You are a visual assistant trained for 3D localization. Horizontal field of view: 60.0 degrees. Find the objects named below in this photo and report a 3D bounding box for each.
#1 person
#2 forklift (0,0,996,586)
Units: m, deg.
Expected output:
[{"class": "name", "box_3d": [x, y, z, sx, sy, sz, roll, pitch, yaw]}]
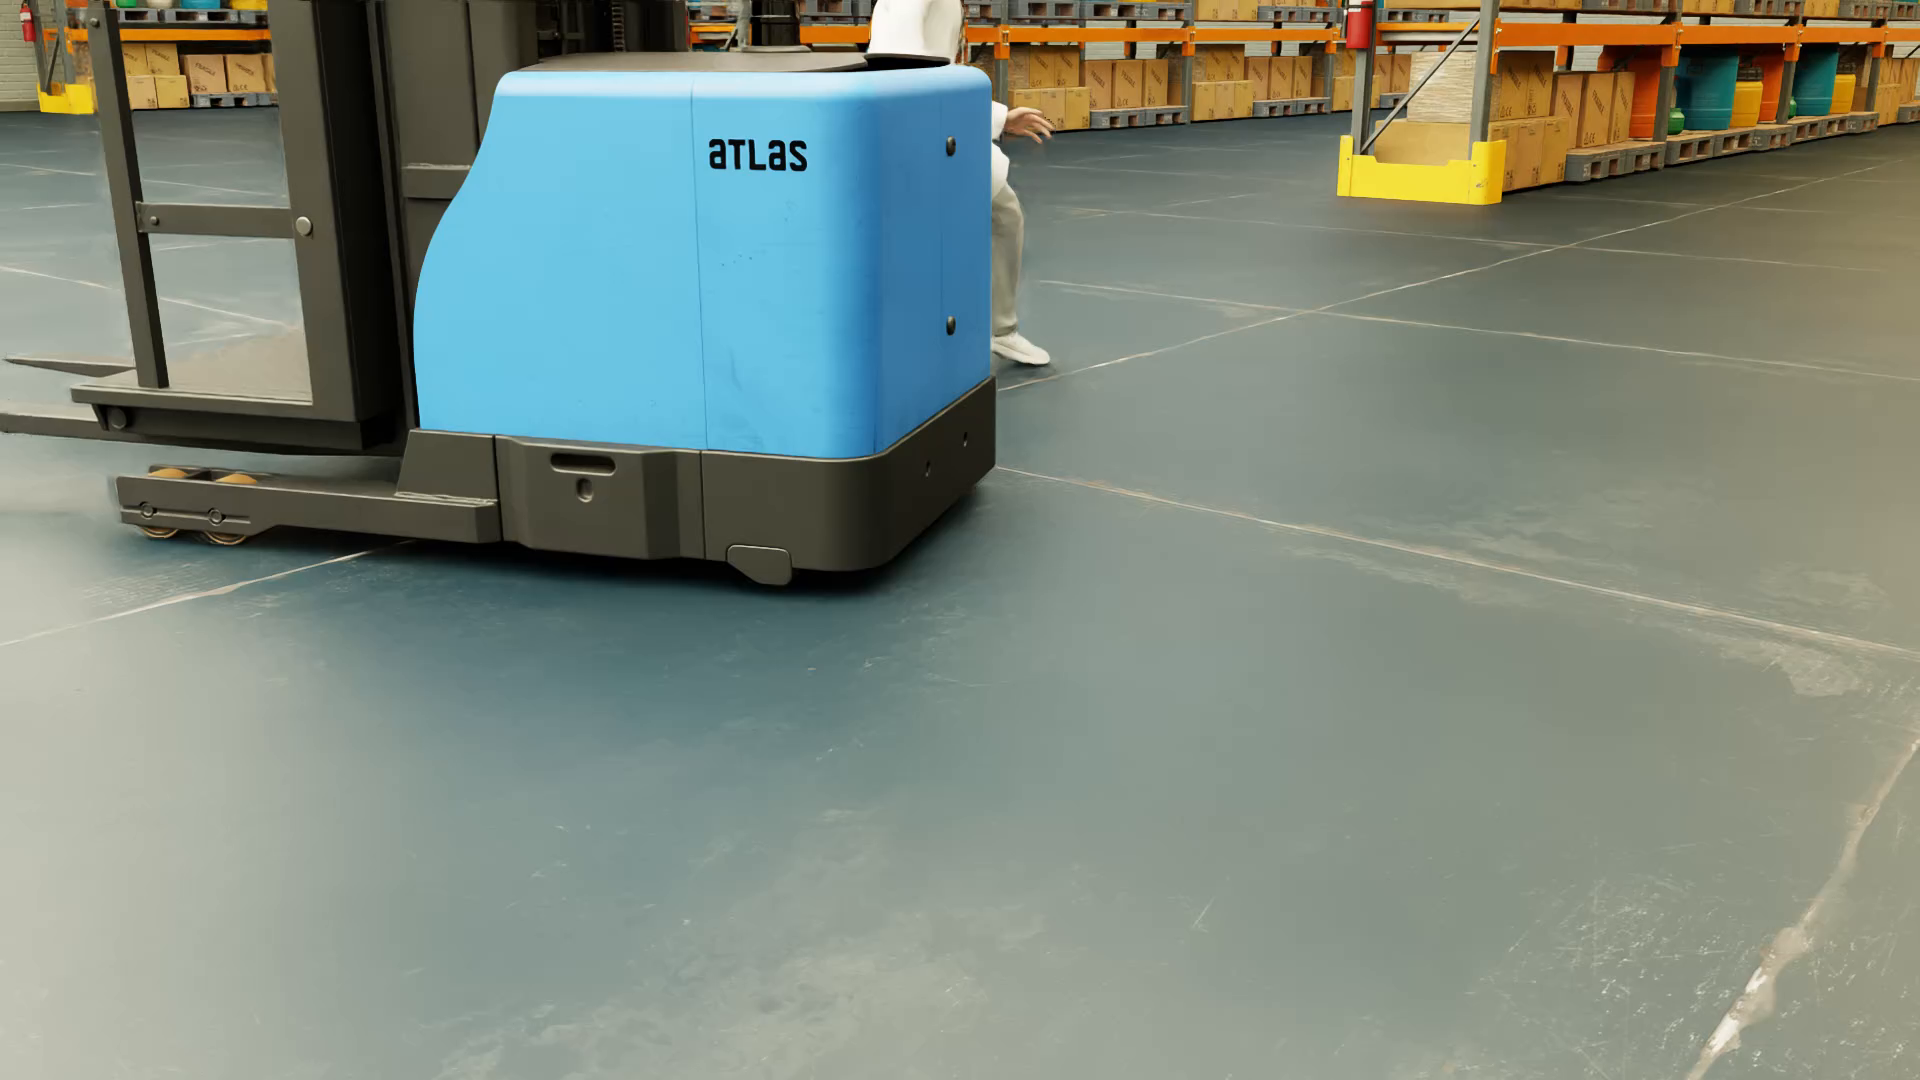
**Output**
[{"class": "person", "box_3d": [0.015, -1.317, 5.575, 0.817, 1.604, 0.804, -9, 19, -28]}, {"class": "forklift", "box_3d": [-1.483, -1.530, 3.936, 3.031, 2.935, 1.130, 5, 18, 16]}]
